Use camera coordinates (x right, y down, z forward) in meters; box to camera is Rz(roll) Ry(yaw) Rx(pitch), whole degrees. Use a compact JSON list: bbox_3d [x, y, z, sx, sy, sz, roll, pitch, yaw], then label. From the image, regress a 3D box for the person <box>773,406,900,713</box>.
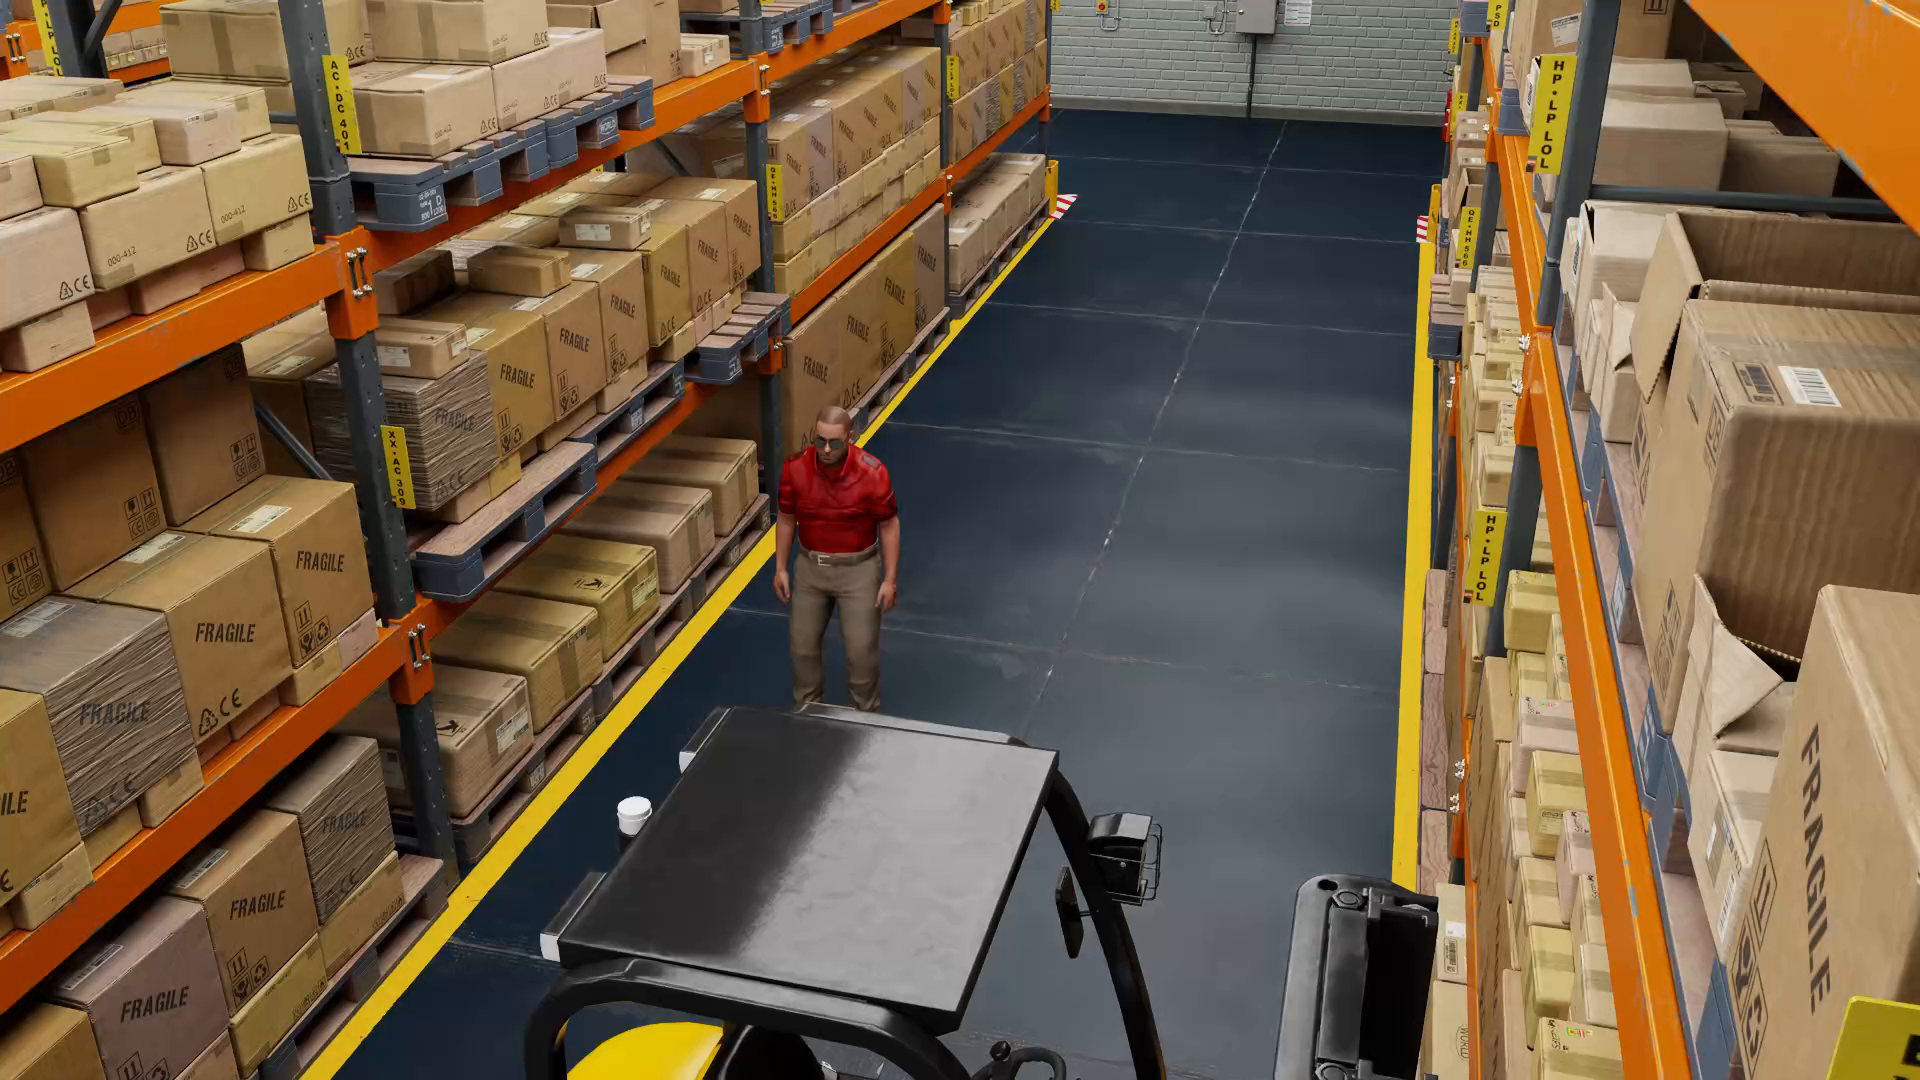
[{"bbox_3d":[-0.582,0.175,7.751,0.606,1.728,0.400,5,26,10],"label":"person"}]
